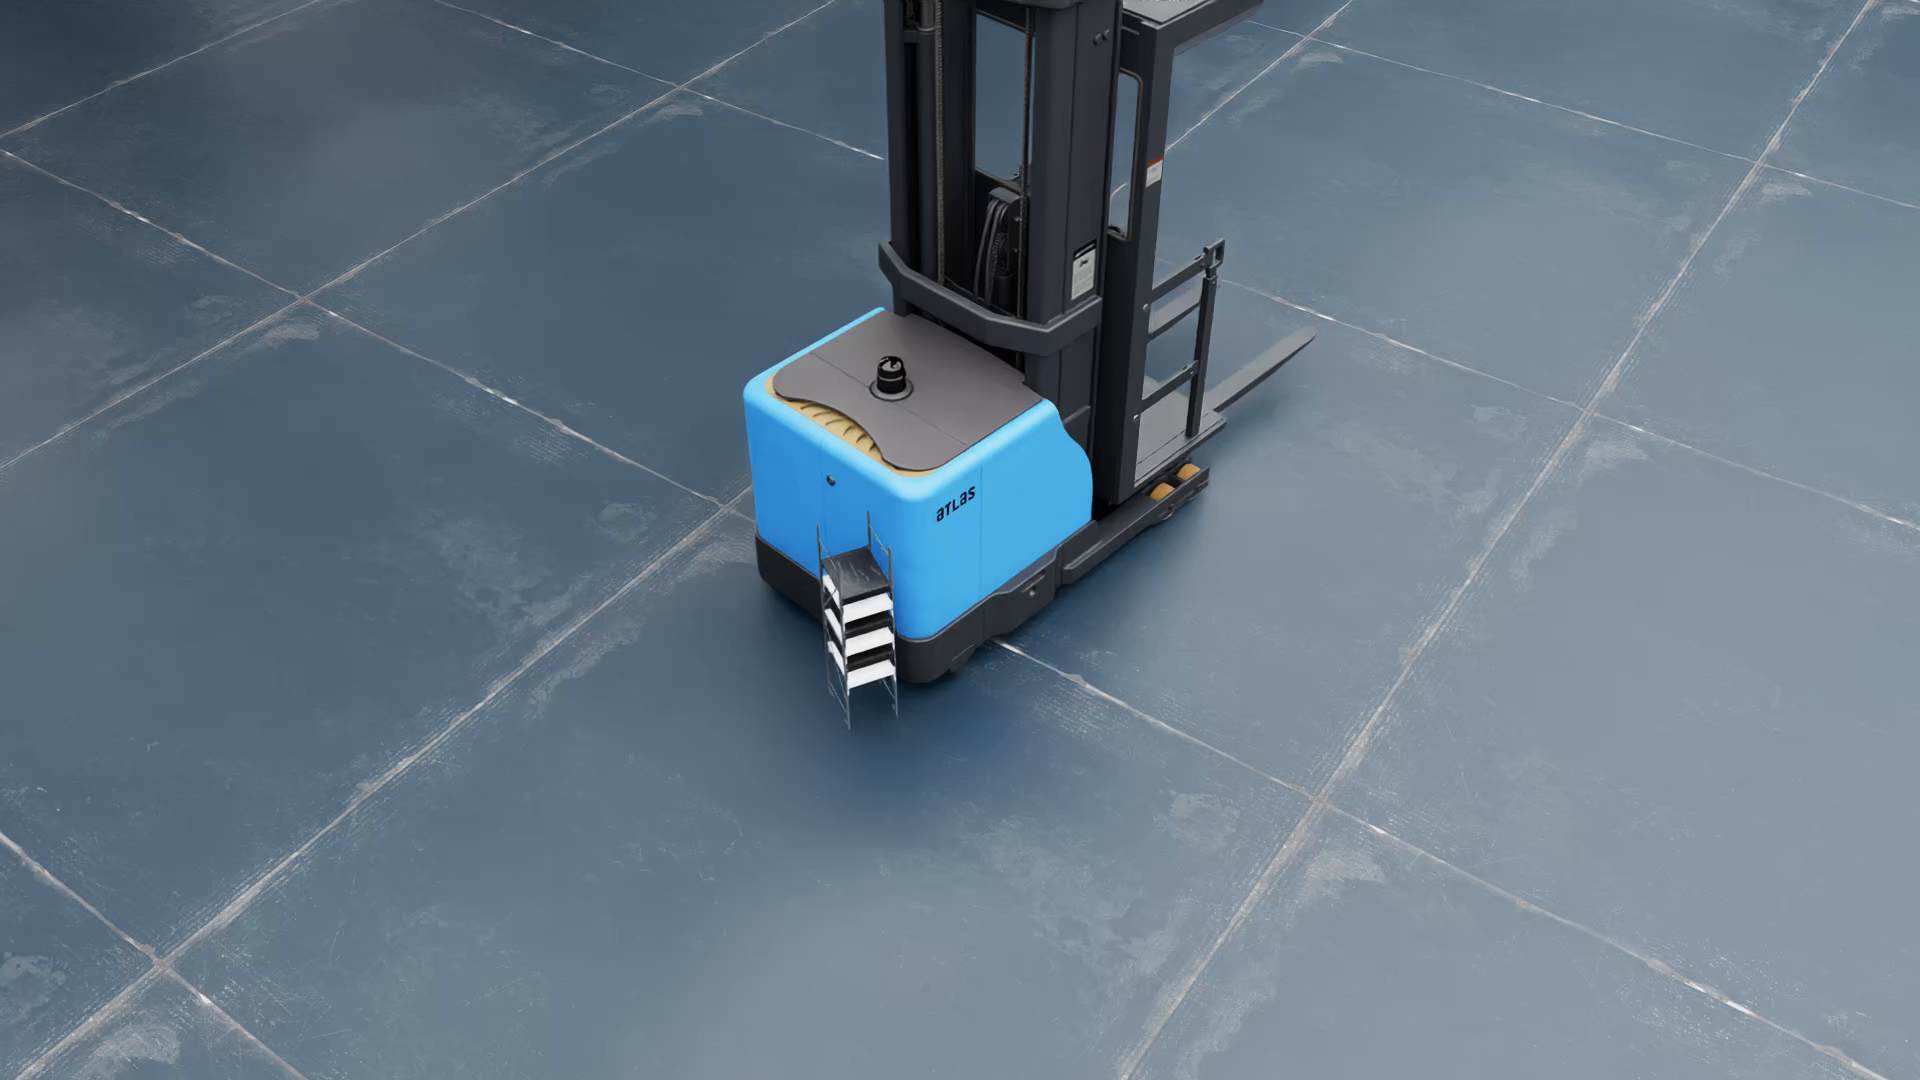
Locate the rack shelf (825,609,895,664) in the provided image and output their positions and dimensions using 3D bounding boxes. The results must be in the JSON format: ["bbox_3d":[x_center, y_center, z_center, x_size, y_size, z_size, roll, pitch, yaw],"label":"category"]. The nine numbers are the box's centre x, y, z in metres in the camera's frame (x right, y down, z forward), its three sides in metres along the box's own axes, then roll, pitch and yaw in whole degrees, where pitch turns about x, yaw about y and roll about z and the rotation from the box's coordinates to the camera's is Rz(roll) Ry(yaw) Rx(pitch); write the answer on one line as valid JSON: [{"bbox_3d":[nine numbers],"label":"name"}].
[{"bbox_3d":[-0.396,0.347,6.486,0.200,0.077,0.258,-16,44,-18],"label":"rack shelf"}]

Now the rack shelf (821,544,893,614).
[{"bbox_3d":[-0.396,0.146,6.306,0.200,0.077,0.258,-16,44,-18],"label":"rack shelf"}]

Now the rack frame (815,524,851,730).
[{"bbox_3d":[-0.489,0.349,6.433,0.006,0.900,0.240,-16,44,-18],"label":"rack frame"}]

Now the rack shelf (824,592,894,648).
[{"bbox_3d":[-0.396,0.280,6.426,0.200,0.077,0.258,-16,44,-18],"label":"rack shelf"}]

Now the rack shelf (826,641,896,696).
[{"bbox_3d":[-0.396,0.481,6.606,0.200,0.077,0.258,-16,44,-18],"label":"rack shelf"}]

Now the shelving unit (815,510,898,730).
[{"bbox_3d":[-0.396,0.322,6.464,0.210,0.900,0.258,-16,44,-18],"label":"shelving unit"}]

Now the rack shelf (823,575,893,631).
[{"bbox_3d":[-0.396,0.213,6.366,0.200,0.077,0.258,-16,44,-18],"label":"rack shelf"}]

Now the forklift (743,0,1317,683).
[{"bbox_3d":[0.505,-1.399,6.863,1.130,2.935,3.031,33,51,31],"label":"forklift"}]

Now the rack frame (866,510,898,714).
[{"bbox_3d":[-0.303,0.294,6.494,0.006,0.900,0.240,-16,44,-18],"label":"rack frame"}]

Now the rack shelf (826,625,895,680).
[{"bbox_3d":[-0.396,0.414,6.546,0.200,0.077,0.258,-16,44,-18],"label":"rack shelf"}]
